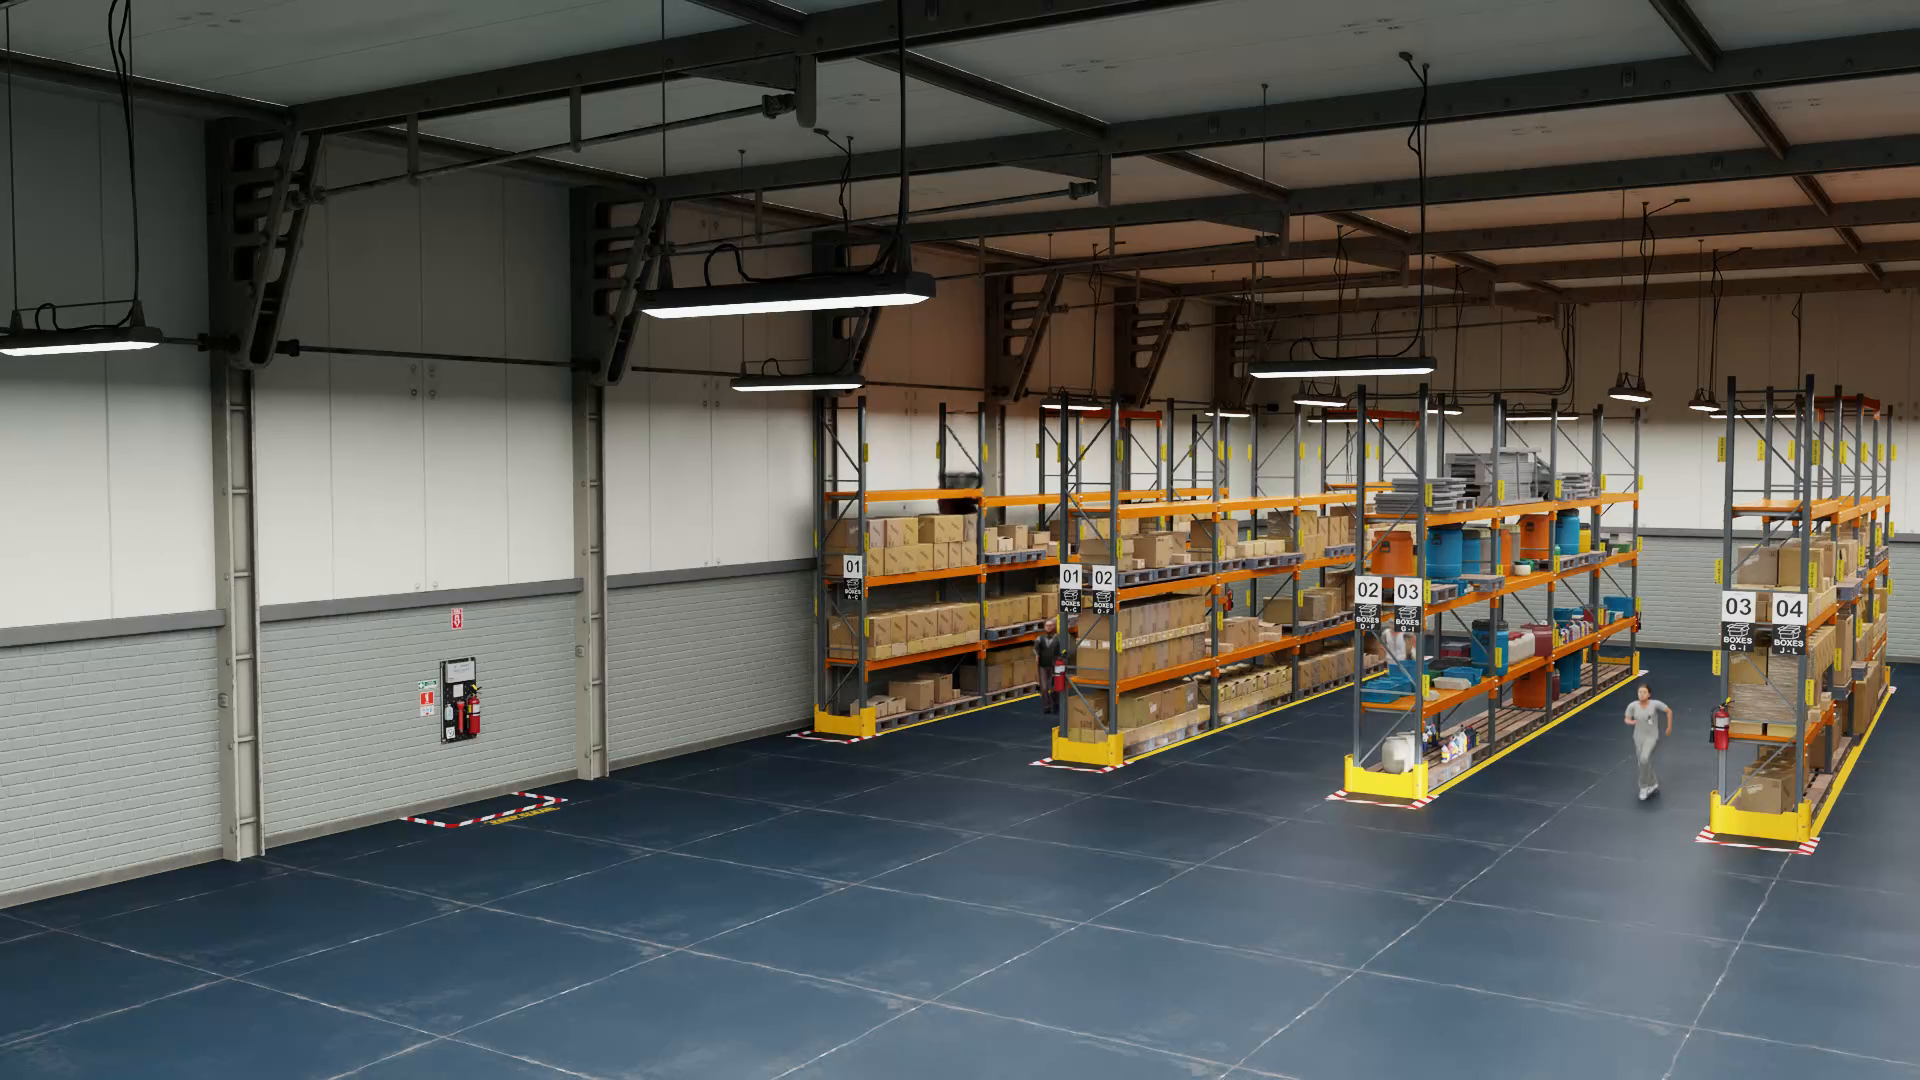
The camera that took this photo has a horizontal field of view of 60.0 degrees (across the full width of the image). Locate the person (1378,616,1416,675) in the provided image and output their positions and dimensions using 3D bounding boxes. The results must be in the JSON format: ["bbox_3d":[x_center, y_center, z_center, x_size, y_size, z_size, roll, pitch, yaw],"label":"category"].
[{"bbox_3d":[8.663,2.370,33.031,0.697,1.746,0.808,1,3,21],"label":"person"}]

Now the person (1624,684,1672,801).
[{"bbox_3d":[9.946,2.904,24.070,0.588,1.672,0.812,2,4,38],"label":"person"}]

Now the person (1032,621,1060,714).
[{"bbox_3d":[1.602,2.312,29.993,0.652,1.699,0.565,1,3,10],"label":"person"}]
